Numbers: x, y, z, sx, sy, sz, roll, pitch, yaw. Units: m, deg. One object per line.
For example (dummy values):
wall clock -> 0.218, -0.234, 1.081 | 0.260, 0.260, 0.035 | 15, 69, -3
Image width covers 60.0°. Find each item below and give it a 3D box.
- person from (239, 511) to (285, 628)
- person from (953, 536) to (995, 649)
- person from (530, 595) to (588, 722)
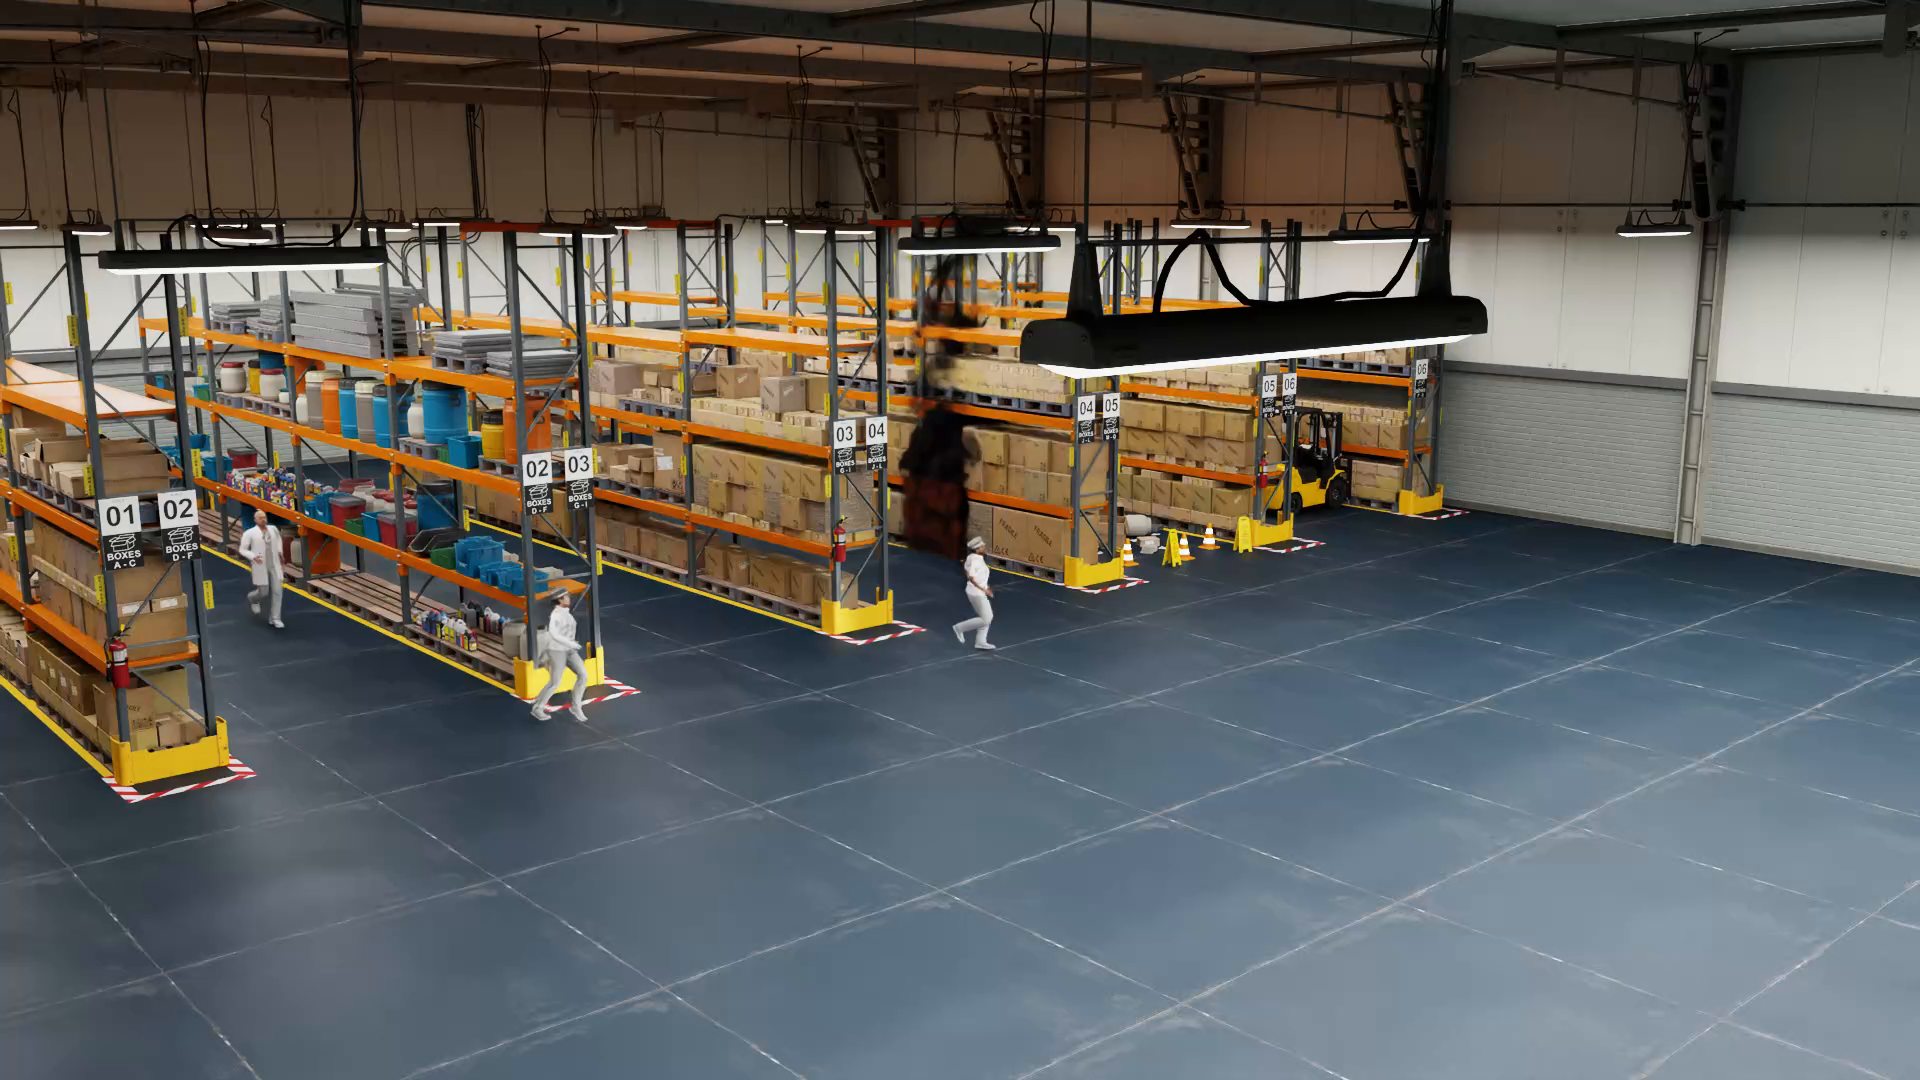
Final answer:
person -> -10.605, 0.420, 25.375 | 0.924, 1.764, 0.711 | 11, 16, 43
person -> 0.204, 0.758, 23.855 | 0.605, 1.661, 0.588 | -1, 11, -7
person -> -4.973, 1.432, 20.718 | 0.688, 1.669, 0.677 | 1, 11, 5
